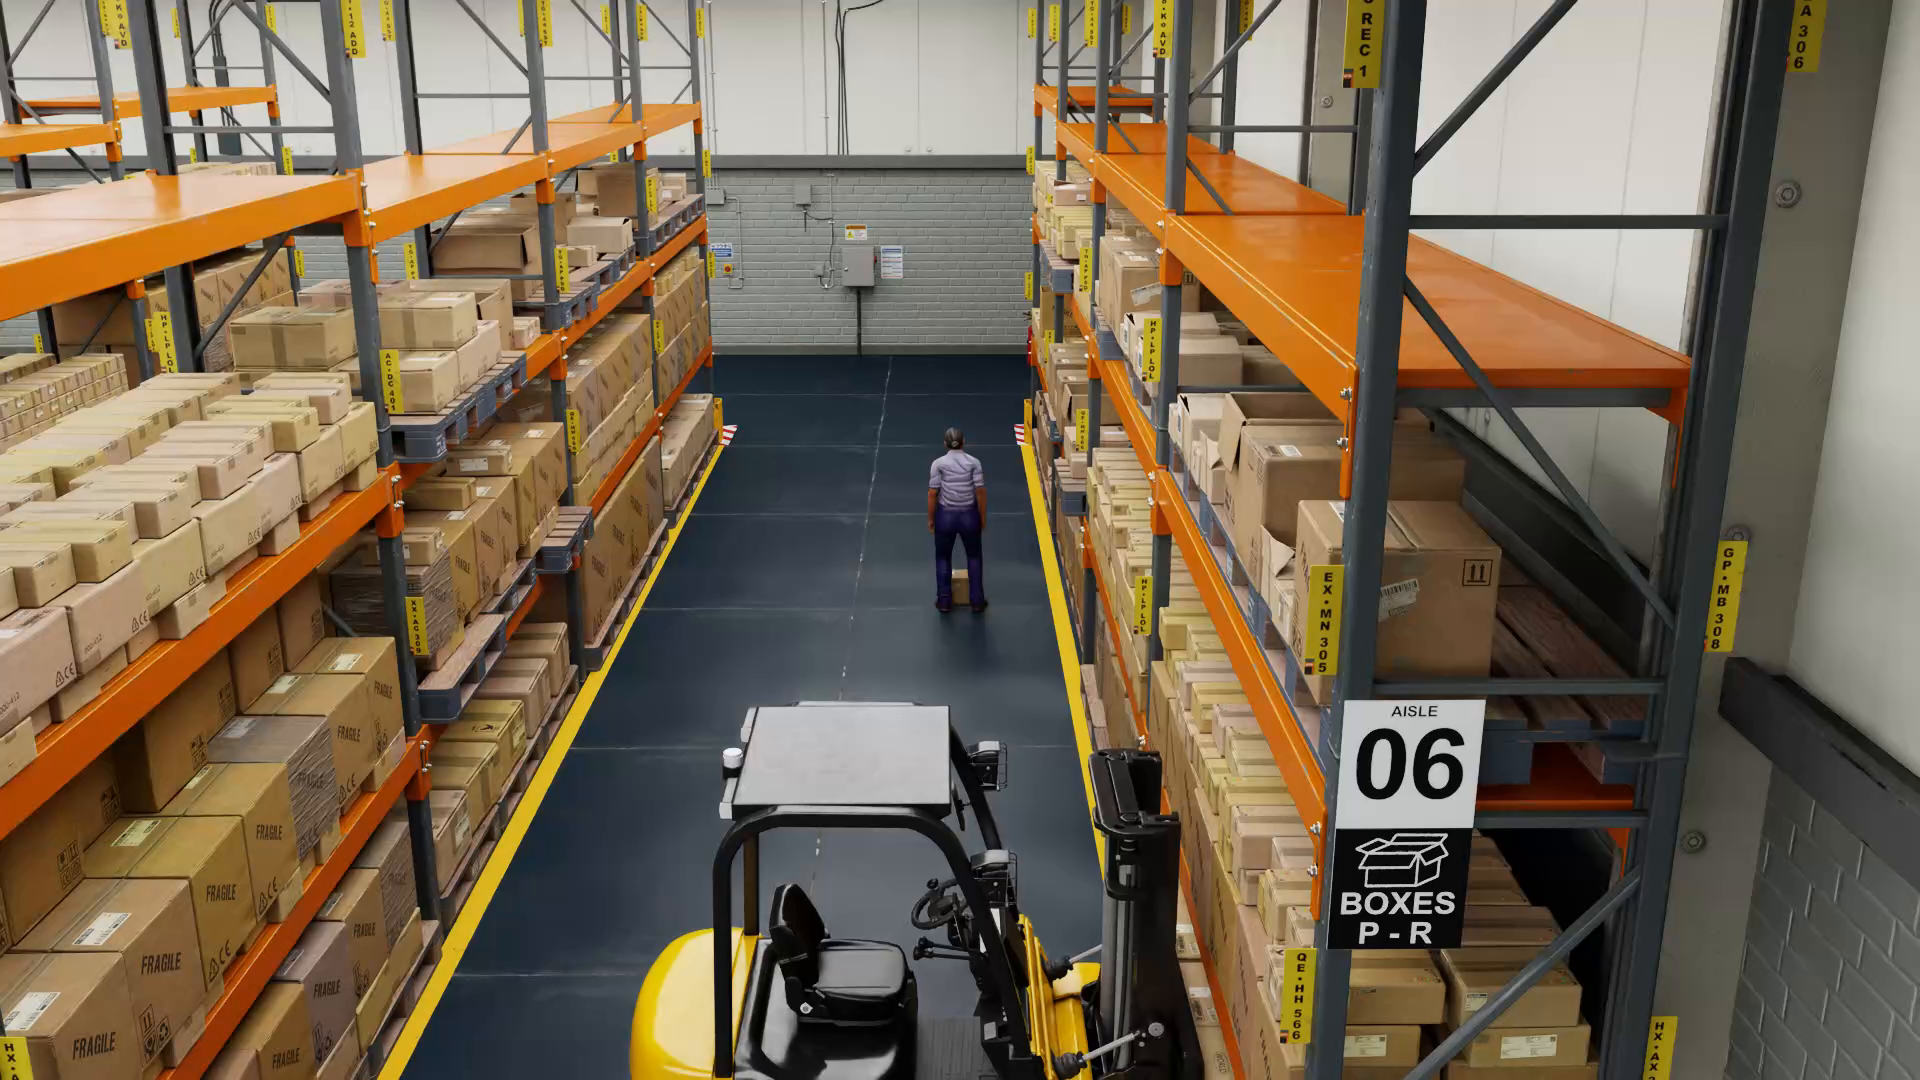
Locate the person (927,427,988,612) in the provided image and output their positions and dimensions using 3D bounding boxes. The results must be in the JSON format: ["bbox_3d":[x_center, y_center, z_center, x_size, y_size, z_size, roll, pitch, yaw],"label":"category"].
[{"bbox_3d":[-0.014,-0.172,14.638,0.552,1.650,0.367,-1,17,-4],"label":"person"}]
